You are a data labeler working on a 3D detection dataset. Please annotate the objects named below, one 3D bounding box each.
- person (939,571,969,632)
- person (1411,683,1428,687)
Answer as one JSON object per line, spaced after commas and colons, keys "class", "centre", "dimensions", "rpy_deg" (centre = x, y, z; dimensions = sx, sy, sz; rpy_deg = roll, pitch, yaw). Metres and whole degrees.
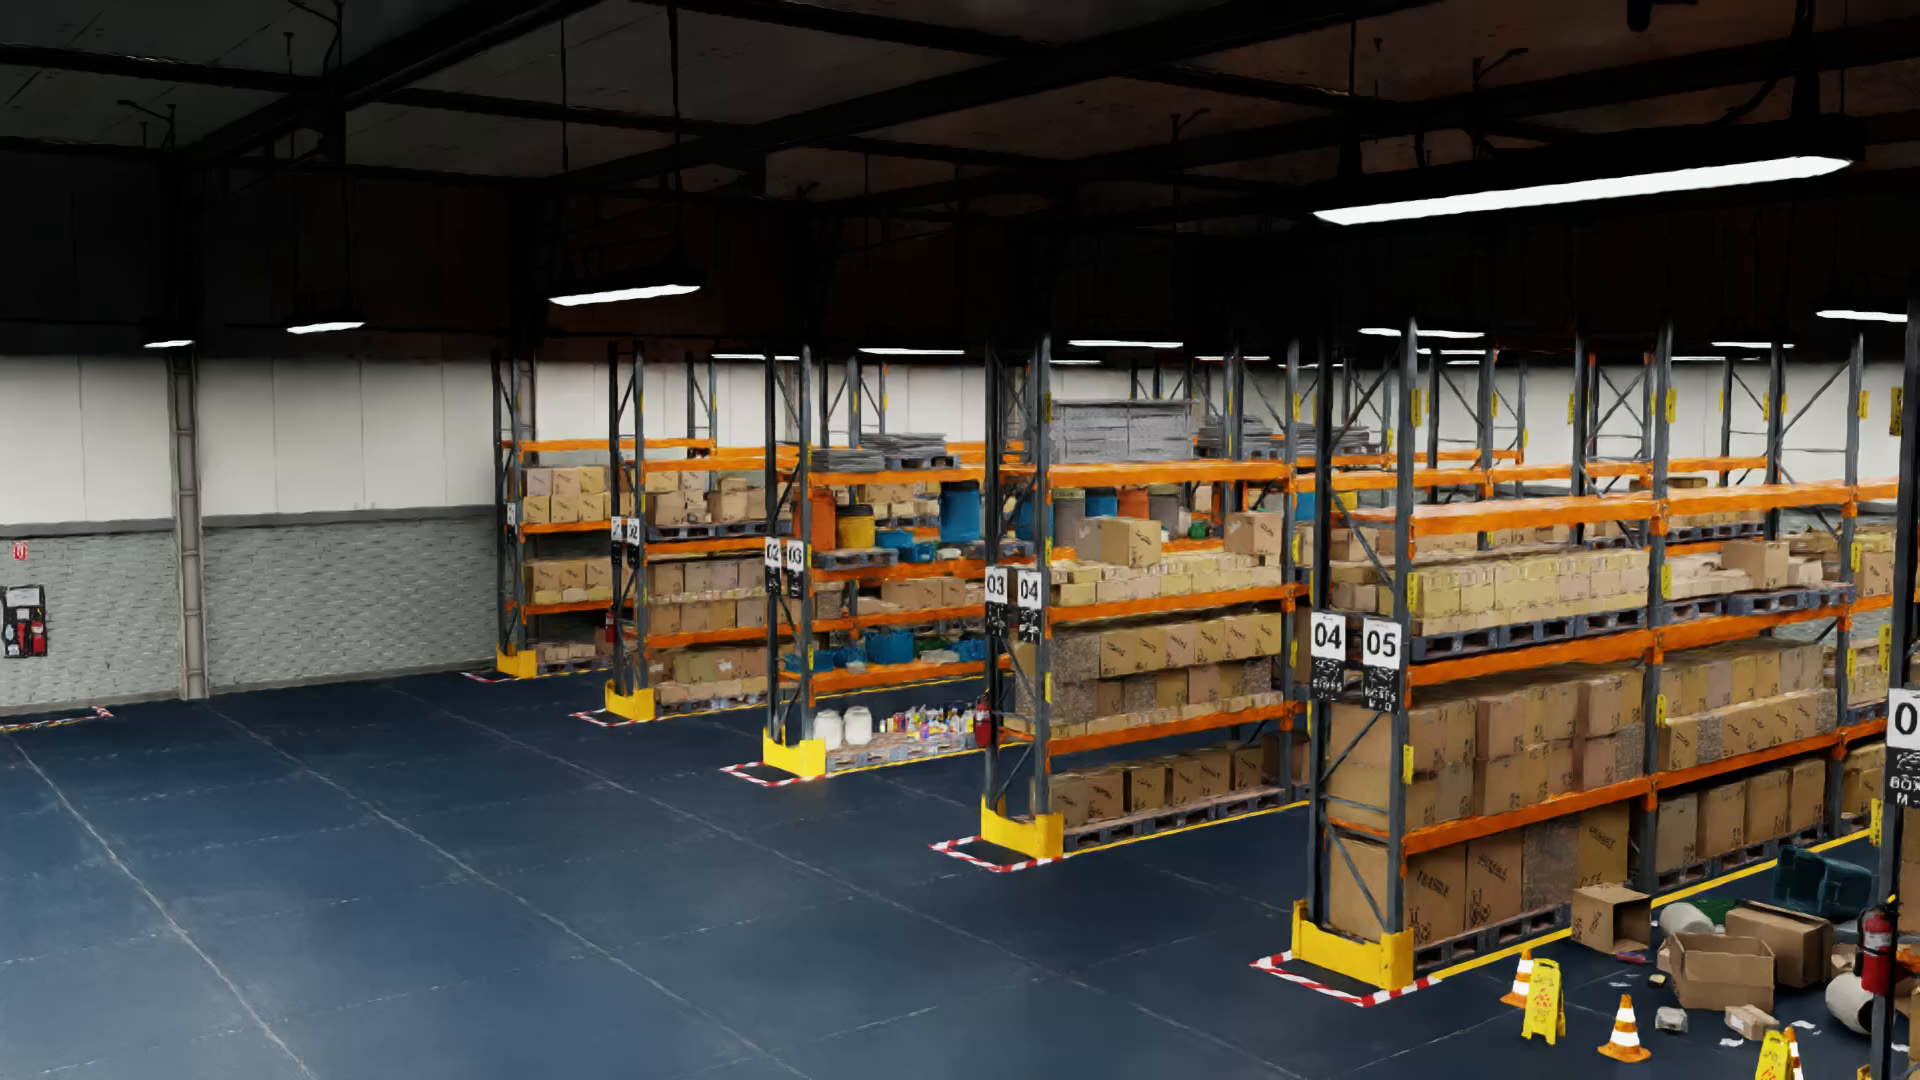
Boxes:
{"class": "person", "centre": [-0.167, 1.330, 33.940], "dimensions": [1.043, 1.716, 0.589], "rpy_deg": [-4, 6, -38]}
{"class": "person", "centre": [5.815, 2.481, 20.925], "dimensions": [0.409, 1.677, 0.537], "rpy_deg": [2, 5, 24]}
